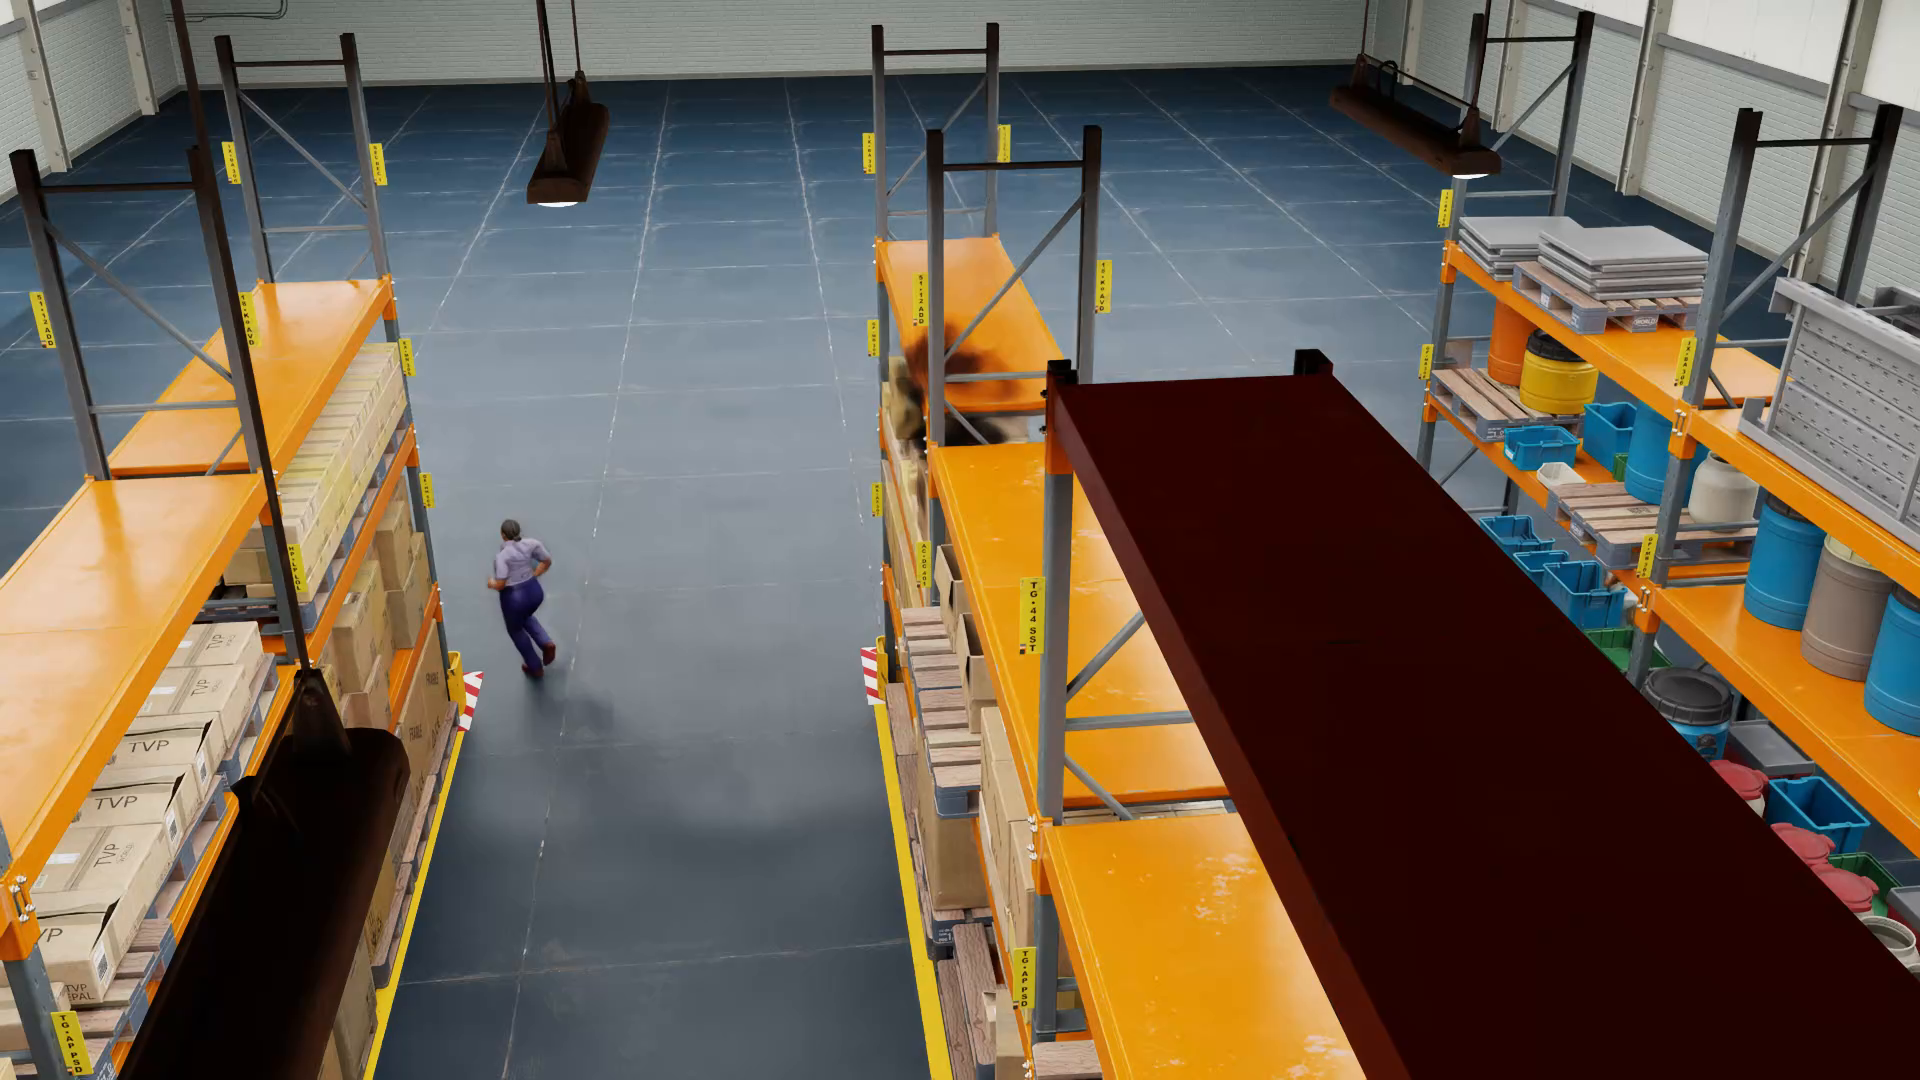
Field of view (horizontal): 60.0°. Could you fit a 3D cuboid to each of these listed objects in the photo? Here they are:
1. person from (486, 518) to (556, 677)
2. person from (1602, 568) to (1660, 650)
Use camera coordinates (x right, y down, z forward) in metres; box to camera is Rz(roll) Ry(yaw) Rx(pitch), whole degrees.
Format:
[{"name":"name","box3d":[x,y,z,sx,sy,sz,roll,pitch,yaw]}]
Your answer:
[{"name":"person","box3d":[-4.130,0.514,15.563,0.536,1.602,0.581,18,31,33]},{"name":"person","box3d":[6.278,0.528,15.571,0.590,1.658,0.953,-3,26,-7]}]
